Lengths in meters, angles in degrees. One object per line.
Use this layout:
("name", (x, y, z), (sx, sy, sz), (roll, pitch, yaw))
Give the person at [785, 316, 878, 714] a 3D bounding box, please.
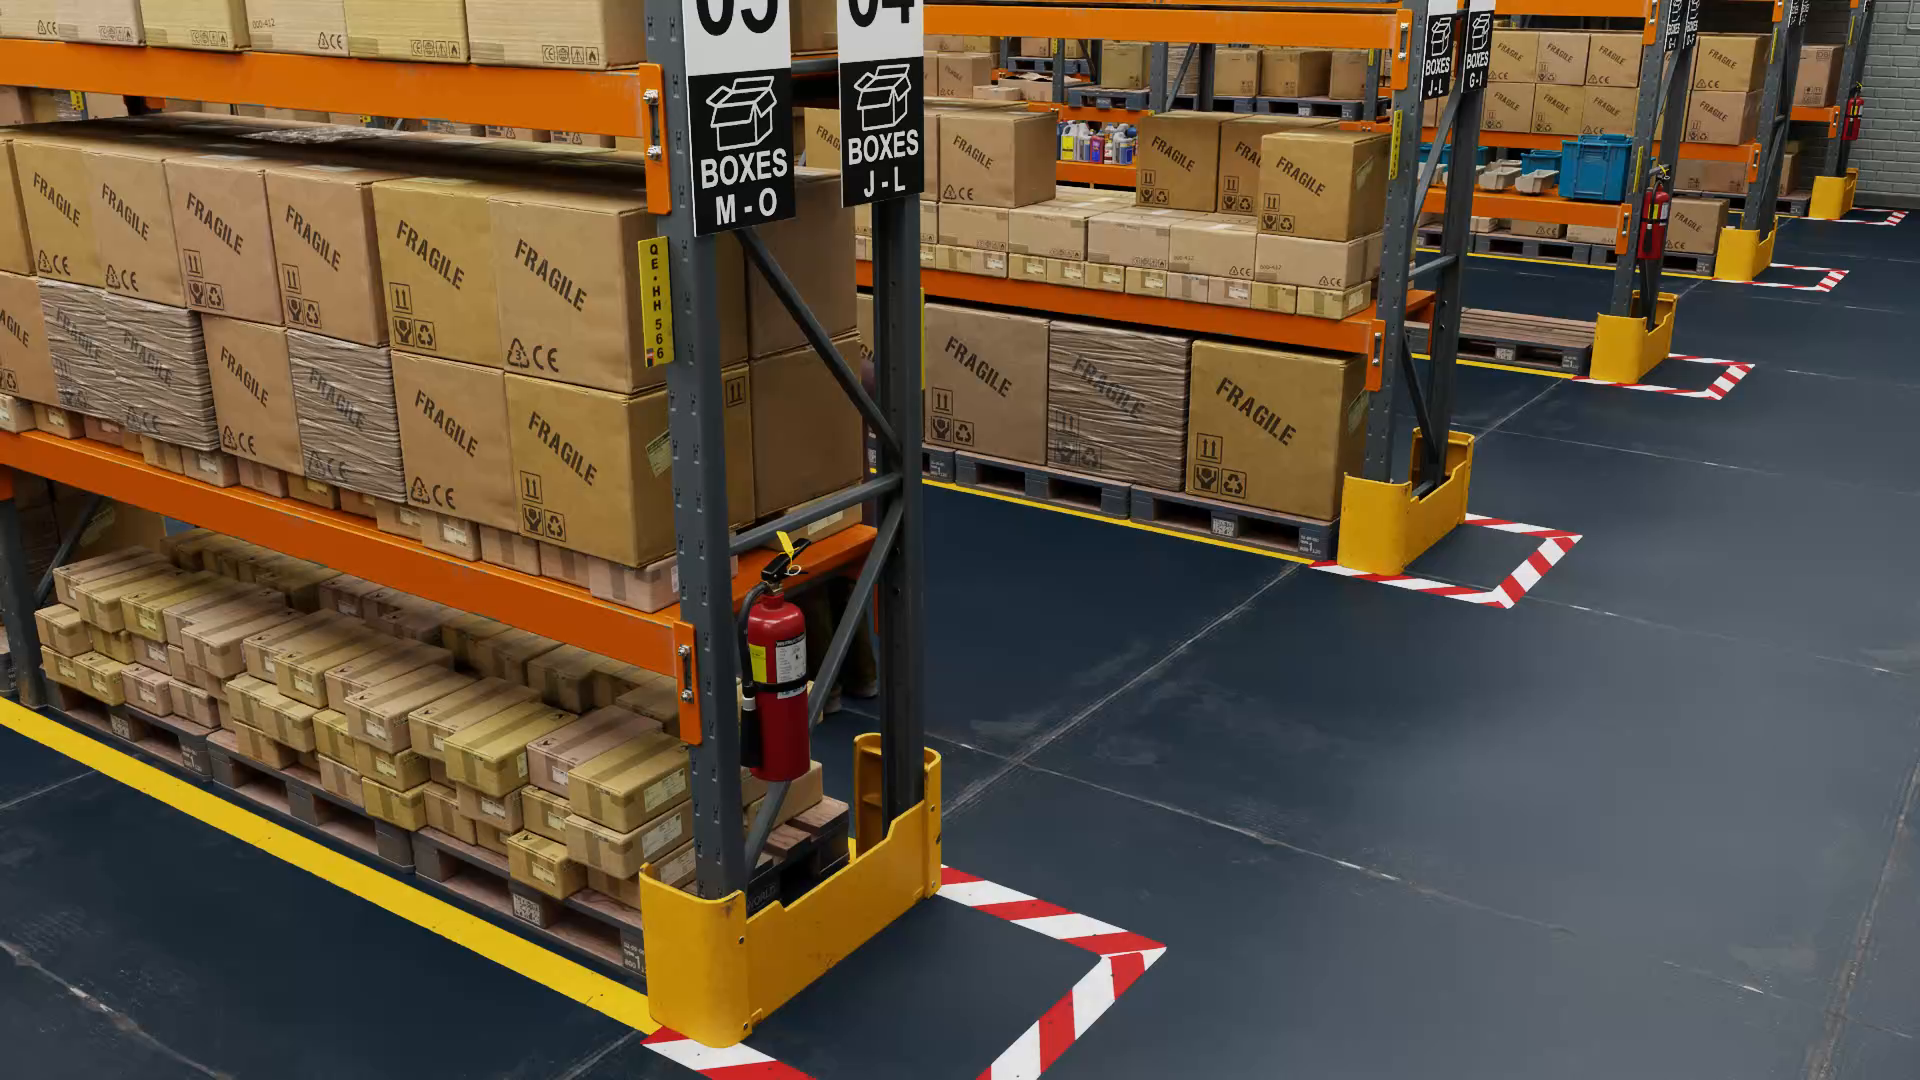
("person", (-0.638, -0.144, 7.002), (0.553, 1.771, 0.530), (11, 22, 27))
